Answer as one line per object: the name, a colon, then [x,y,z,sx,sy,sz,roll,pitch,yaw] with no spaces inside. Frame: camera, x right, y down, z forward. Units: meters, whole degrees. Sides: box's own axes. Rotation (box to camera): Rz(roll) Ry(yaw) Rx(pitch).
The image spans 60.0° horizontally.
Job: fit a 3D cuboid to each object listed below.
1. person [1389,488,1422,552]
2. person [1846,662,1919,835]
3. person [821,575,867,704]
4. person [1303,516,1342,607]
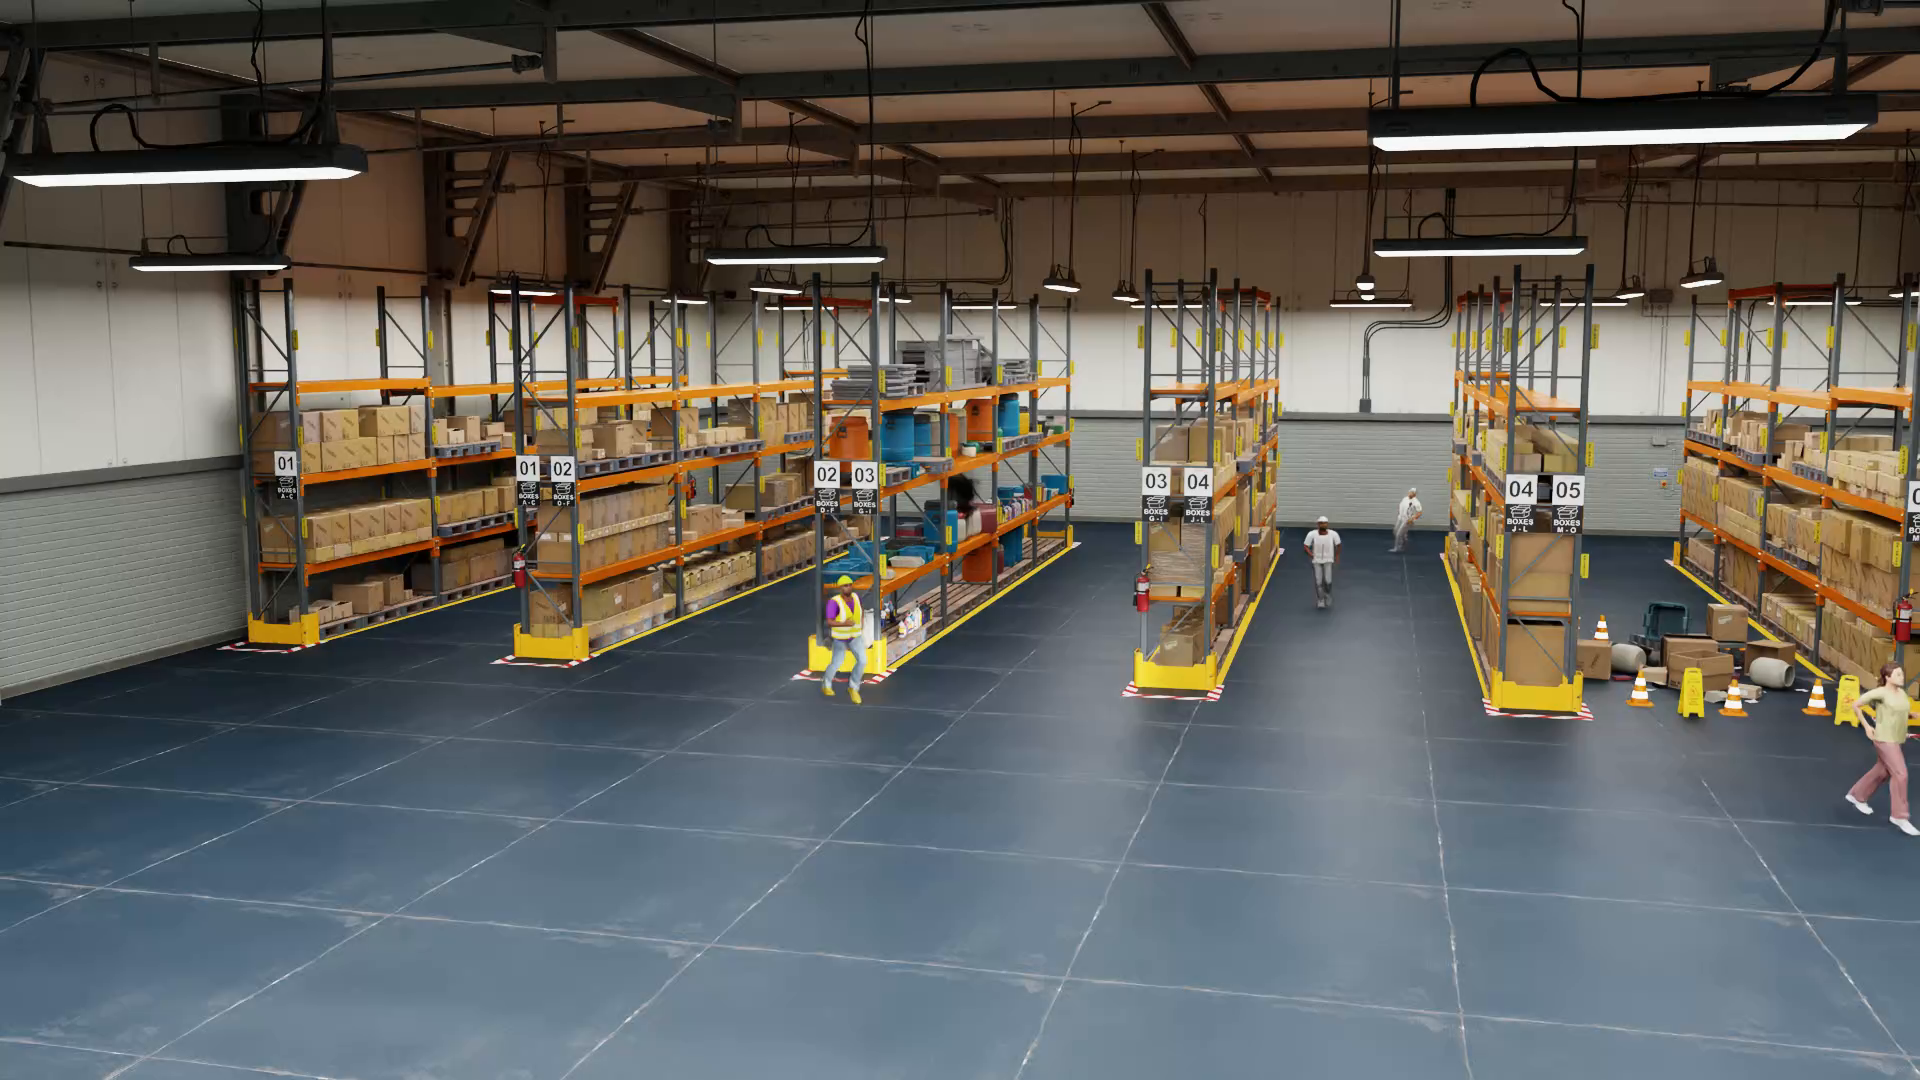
person: [10.586,-0.476,39.283,0.593,1.563,0.794,-5,8,-36]
person: [9.585,2.107,17.183,0.555,1.709,0.845,-4,8,-30]
person: [-1.573,1.372,23.071,0.711,1.795,0.884,-4,8,-33]
person: [6.767,0.411,31.095,0.700,1.725,0.571,2,7,13]
